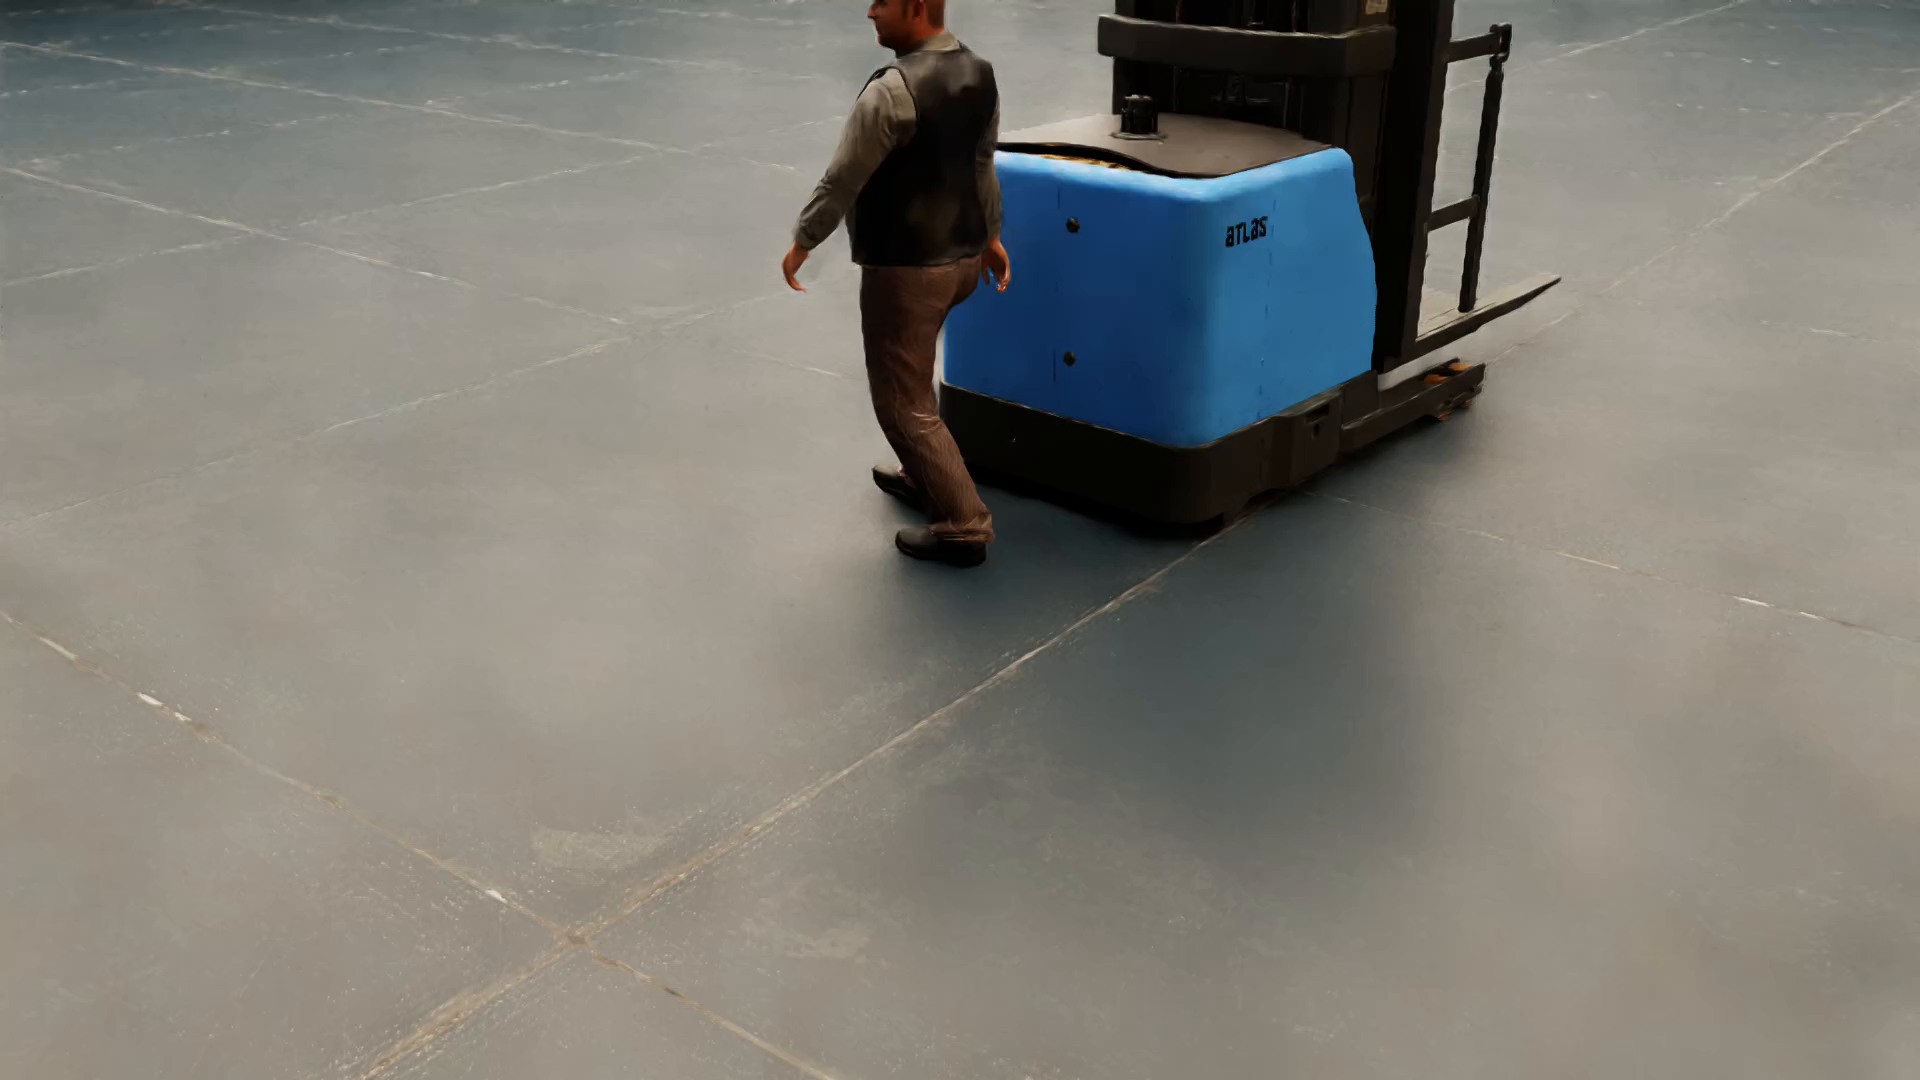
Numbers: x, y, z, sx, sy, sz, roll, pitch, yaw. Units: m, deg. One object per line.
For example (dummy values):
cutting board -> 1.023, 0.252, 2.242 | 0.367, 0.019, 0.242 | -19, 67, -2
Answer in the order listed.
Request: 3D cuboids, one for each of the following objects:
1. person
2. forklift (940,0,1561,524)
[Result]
person -> -0.117, -0.803, 4.783 | 0.642, 1.676, 0.651 | 12, 26, 26
forklift -> 1.288, -1.896, 5.703 | 1.130, 2.935, 3.031 | 19, 30, 38
